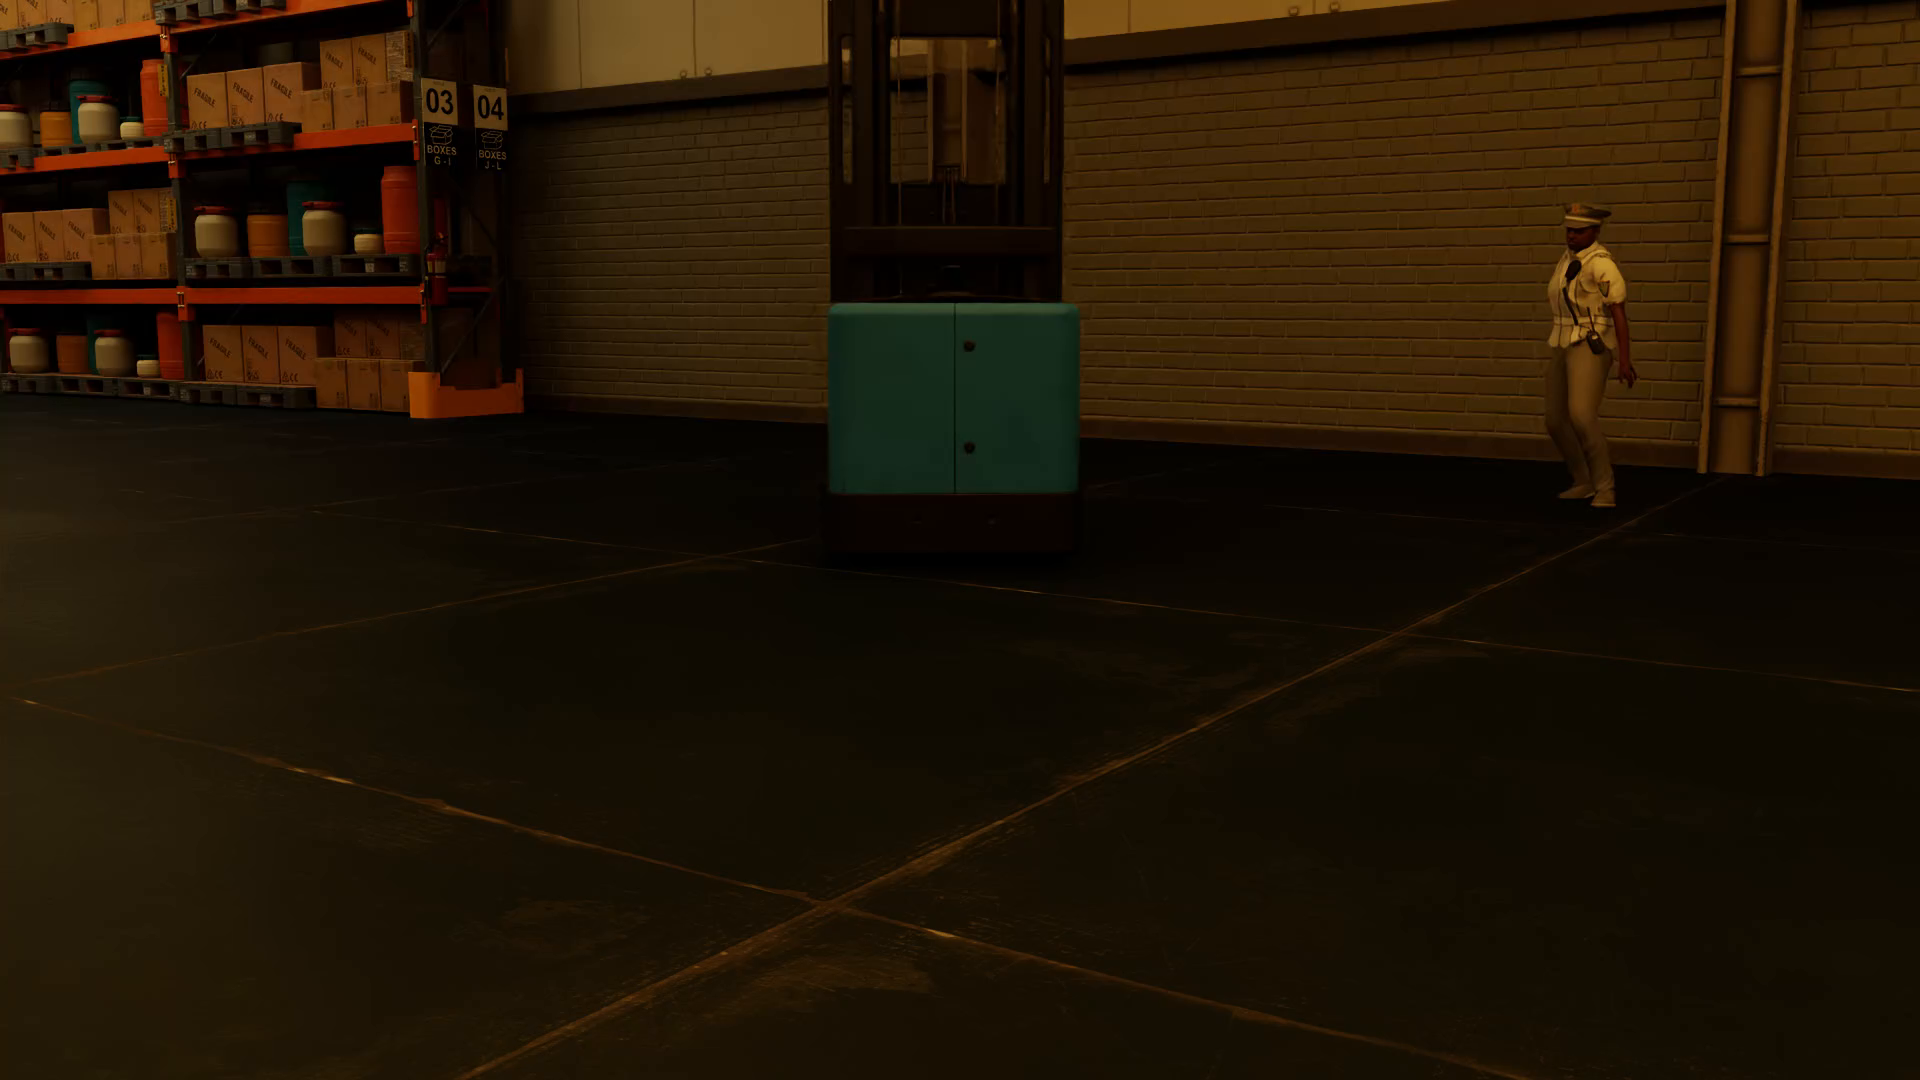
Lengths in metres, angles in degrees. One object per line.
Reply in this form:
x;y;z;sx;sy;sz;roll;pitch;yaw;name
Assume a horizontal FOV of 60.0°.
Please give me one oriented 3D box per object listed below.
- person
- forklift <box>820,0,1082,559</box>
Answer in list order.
3.401;-0.995;9.022;0.437;1.637;0.812;-1;8;-7;person
-0.075;-1.541;8.032;1.130;2.935;3.031;0;8;-2;forklift
